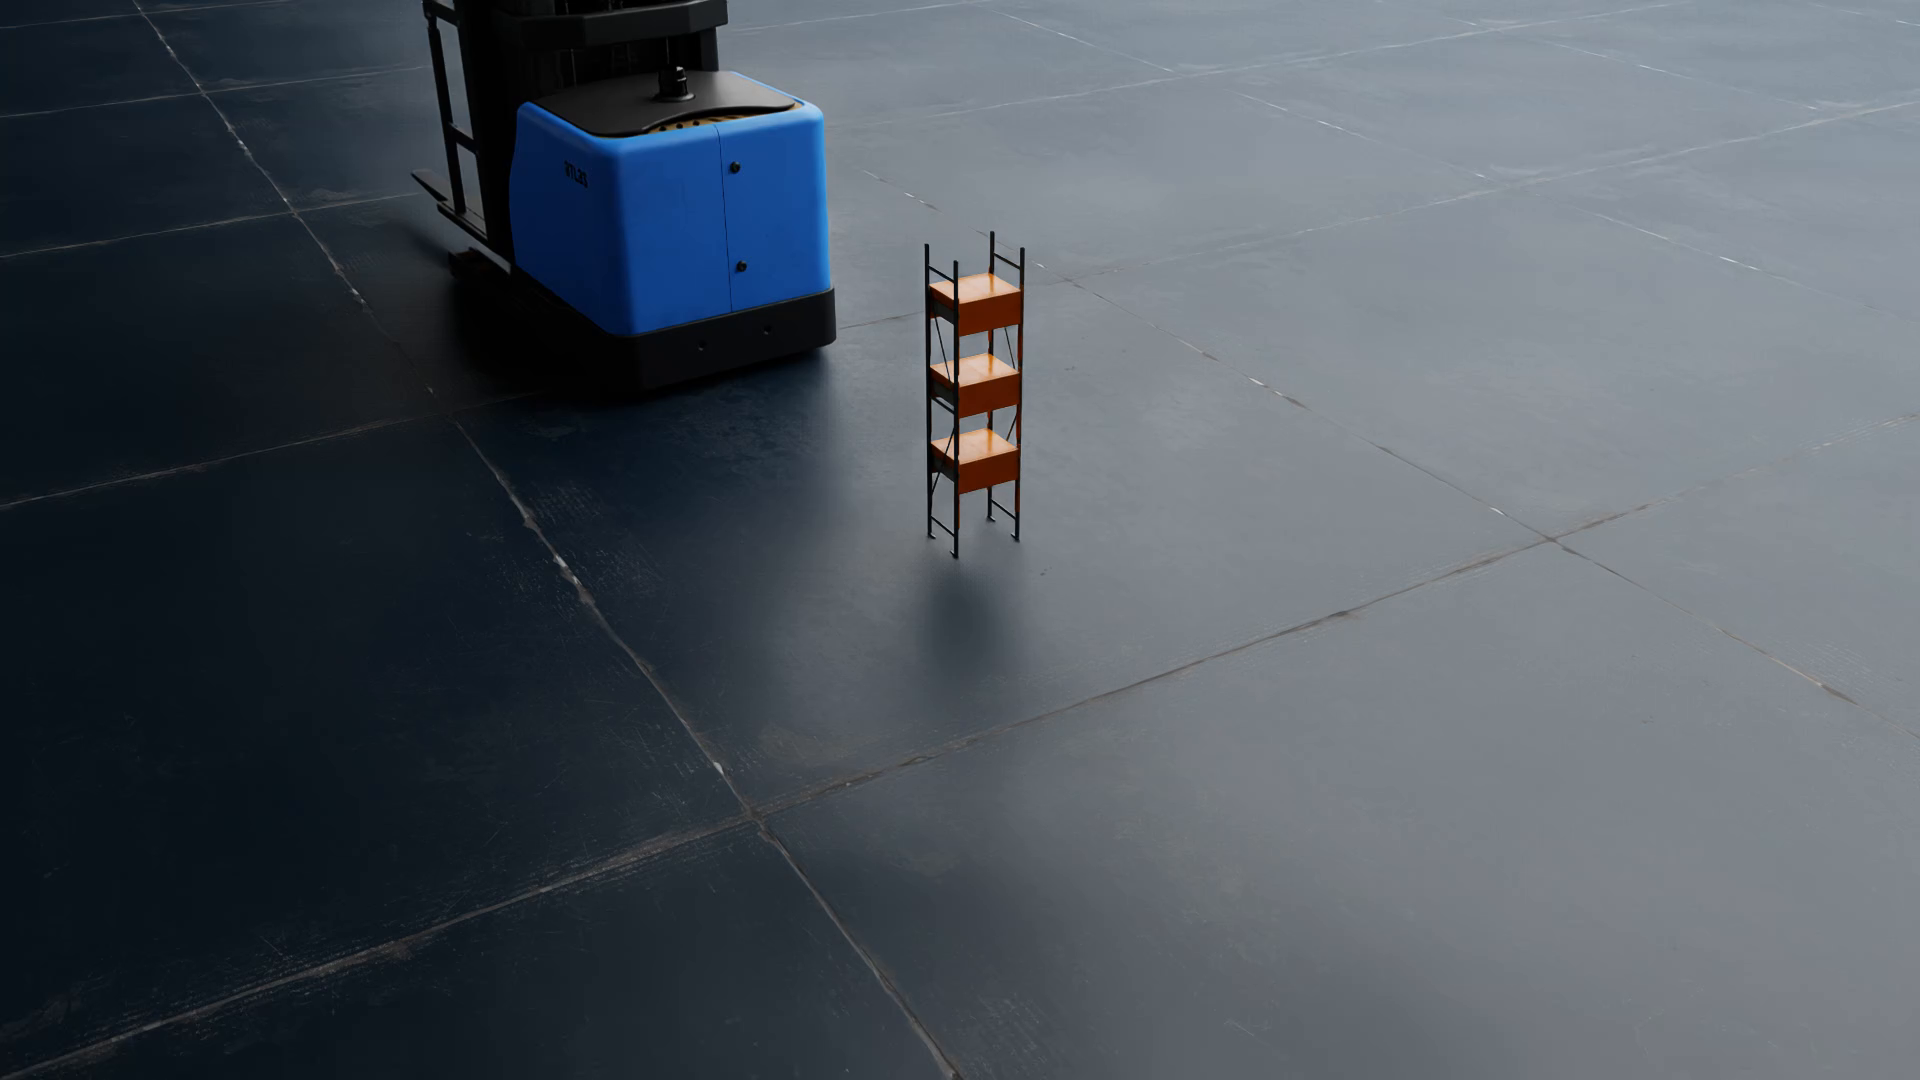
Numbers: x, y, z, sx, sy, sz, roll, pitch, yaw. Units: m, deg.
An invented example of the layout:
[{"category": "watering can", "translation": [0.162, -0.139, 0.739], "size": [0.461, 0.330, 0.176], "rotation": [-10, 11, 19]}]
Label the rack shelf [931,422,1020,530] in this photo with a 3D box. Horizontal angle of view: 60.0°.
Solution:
[{"category": "rack shelf", "translation": [0.046, -0.220, 5.659], "size": [0.240, 0.259, 0.215], "rotation": [-16, 33, -26]}]

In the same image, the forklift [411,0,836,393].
[{"category": "forklift", "translation": [-1.782, -2.537, 7.313], "size": [1.130, 2.935, 3.031], "rotation": [-18, 34, -30]}]

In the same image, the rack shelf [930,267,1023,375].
[{"category": "rack shelf", "translation": [0.046, -0.712, 5.388], "size": [0.240, 0.259, 0.215], "rotation": [-16, 33, -26]}]

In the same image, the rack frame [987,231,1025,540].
[{"category": "rack frame", "translation": [0.151, -0.503, 5.574], "size": [0.008, 1.050, 0.200], "rotation": [-16, 33, -26]}]

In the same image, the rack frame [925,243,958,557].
[{"category": "rack frame", "translation": [-0.059, -0.443, 5.466], "size": [0.008, 1.050, 0.200], "rotation": [-16, 33, -26]}]

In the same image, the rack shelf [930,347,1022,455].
[{"category": "rack shelf", "translation": [0.046, -0.463, 5.525], "size": [0.240, 0.259, 0.215], "rotation": [-16, 33, -26]}]

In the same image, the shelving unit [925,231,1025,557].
[{"category": "shelving unit", "translation": [0.046, -0.473, 5.520], "size": [0.252, 1.050, 0.215], "rotation": [-16, 33, -26]}]
